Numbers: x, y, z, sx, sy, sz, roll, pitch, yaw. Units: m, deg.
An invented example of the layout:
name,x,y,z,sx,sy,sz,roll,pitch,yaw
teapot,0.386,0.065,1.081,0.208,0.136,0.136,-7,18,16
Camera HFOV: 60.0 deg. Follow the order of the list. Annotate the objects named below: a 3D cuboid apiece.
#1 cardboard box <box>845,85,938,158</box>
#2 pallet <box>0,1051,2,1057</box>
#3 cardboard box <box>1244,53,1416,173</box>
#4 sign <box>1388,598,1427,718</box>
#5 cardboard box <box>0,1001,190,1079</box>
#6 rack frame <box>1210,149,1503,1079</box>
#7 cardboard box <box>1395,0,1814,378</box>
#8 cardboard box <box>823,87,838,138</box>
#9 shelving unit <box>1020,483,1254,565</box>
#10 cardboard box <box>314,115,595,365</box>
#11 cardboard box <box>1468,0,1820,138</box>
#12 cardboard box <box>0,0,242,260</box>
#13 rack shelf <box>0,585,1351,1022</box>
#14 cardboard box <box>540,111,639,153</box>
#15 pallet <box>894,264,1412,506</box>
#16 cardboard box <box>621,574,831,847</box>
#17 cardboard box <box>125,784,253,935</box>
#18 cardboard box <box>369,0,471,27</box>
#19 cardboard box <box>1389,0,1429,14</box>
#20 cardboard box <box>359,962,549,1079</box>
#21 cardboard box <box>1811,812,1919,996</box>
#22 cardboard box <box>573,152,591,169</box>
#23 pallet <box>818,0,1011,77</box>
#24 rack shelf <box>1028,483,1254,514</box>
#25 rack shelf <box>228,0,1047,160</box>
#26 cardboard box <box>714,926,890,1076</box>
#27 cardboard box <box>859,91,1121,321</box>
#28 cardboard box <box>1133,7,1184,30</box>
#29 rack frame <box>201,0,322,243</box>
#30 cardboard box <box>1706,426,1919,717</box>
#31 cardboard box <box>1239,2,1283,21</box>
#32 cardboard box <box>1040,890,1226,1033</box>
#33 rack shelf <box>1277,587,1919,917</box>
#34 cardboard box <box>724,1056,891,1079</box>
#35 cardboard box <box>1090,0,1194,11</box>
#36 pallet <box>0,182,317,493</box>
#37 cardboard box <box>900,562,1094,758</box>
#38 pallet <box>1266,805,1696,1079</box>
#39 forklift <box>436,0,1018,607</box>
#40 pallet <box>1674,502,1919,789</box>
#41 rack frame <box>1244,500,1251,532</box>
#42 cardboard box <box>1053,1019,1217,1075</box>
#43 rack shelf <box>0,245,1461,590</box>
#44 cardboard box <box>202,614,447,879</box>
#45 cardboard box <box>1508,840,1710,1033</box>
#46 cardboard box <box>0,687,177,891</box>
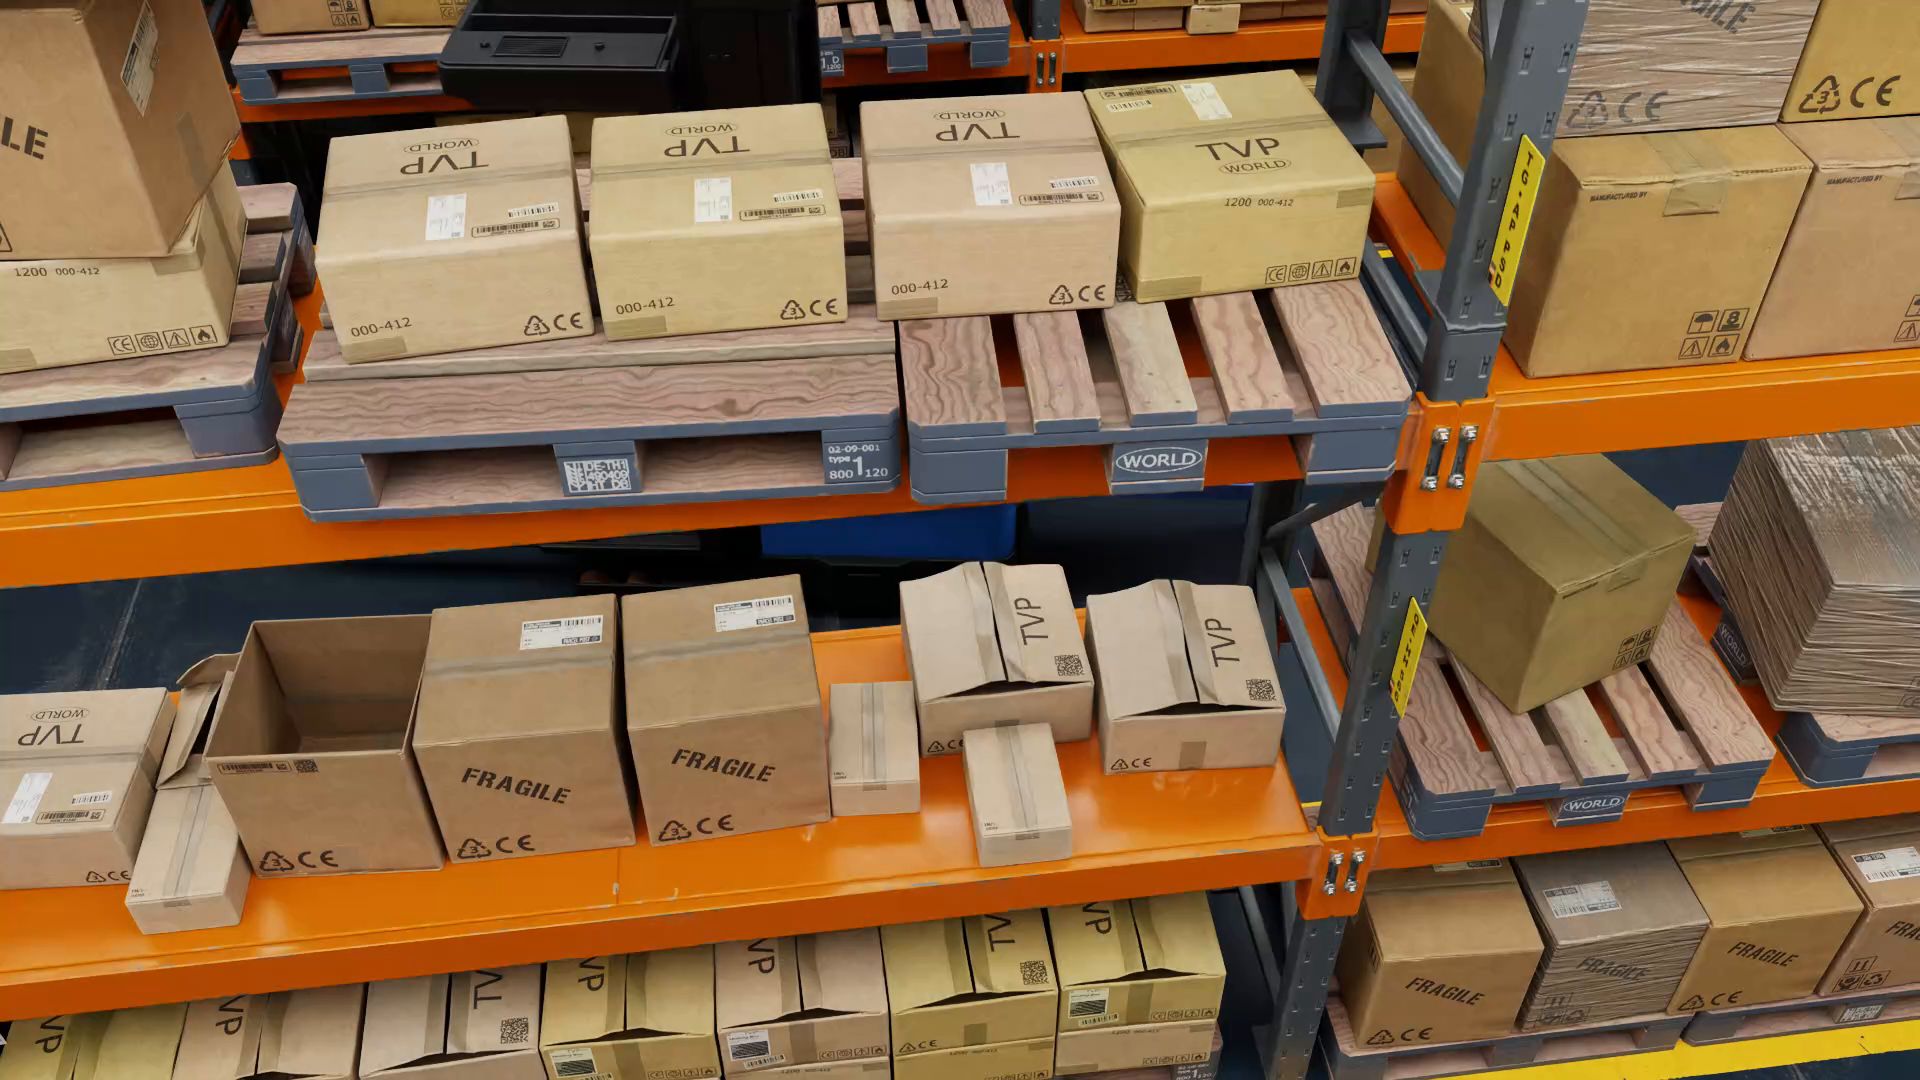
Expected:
name,x,y,z,sx,sy,sz,roll,pitch,yaw
cardboard box,-0.342,-2.077,9.066,0.500,0.500,0.700,-4,42,-5
pallet,-3.749,1.775,5.340,1.213,0.211,1.003,-5,42,-6
cardboard box,1.981,-2.345,9.117,0.750,0.750,0.750,-5,42,-6
sign,1.087,0.289,4.041,0.005,0.325,0.100,-5,42,-6
cardboard box,-2.513,1.484,4.901,0.500,0.311,0.500,-5,42,-5
rack frame,1.011,0.351,4.837,0.127,3.000,1.000,-5,42,-6
cardboard box,1.440,-0.861,3.865,0.500,0.500,0.910,-5,42,-6
cardboard box,-0.915,-2.347,8.806,0.500,0.250,0.500,-4,42,-5
shelving unit,0.790,-0.472,6.868,1.048,1.500,0.538,1,42,1
cardboard box,-1.051,-0.641,3.496,0.500,0.250,0.500,-8,43,-9
cardboard box,1.445,-1.205,3.501,0.500,0.500,0.500,-5,42,-6
cardboard box,-1.777,-0.887,3.208,0.500,0.500,0.500,-1,42,-1
rack shelf,-0.972,0.792,4.885,4.000,0.370,1.077,-5,42,-6
cardboard box,-1.922,-2.268,8.718,0.500,0.250,0.500,-6,42,-7
pallet,0.350,-0.575,3.764,1.003,0.211,1.213,-3,42,-4
cardboard box,-0.650,0.470,4.630,0.500,0.500,0.500,-7,43,-8
cardboard box,-2.050,0.850,4.471,0.250,0.149,0.380,-5,42,-6
cardboard box,-2.537,-2.857,7.990,0.500,0.500,0.700,-1,42,-1
cardboard box,2.241,-2.868,8.578,0.250,0.149,0.380,-5,42,-5
cardboard box,-1.503,1.399,4.996,0.500,0.311,0.500,-6,42,-7
cardboard box,3.033,1.128,5.513,0.500,0.500,0.500,-6,42,-7
cardboard box,-1.856,-1.997,8.978,0.500,0.500,0.700,-5,42,-5
pallet,-0.327,-2.735,8.401,1.003,0.211,1.213,-5,42,-6
rack shelf,0.790,-0.338,6.989,1.000,0.185,0.538,1,42,1
rack shelf,-1.618,-2.498,8.532,4.000,0.370,1.077,-5,42,-6
cardboard box,-0.491,1.308,5.096,0.500,0.311,0.500,-5,42,-6
cardboard box,0.051,-0.729,3.593,0.500,0.250,0.500,-4,42,-4
cardboard box,0.973,-2.744,8.440,0.250,0.149,0.380,-4,42,-5
rack frame,-3.601,-2.591,8.099,0.127,3.000,1.000,-5,42,-6
cardboard box,2.553,0.076,4.754,0.500,0.500,0.700,2,42,3
cardboard box,1.481,-2.814,8.518,0.250,0.149,0.380,-5,42,-6
cardboard box,0.524,1.217,5.197,0.500,0.311,0.500,-4,42,-4
rack shelf,2.994,0.444,5.270,4.000,0.370,1.077,-5,42,-6
cardboard box,-0.488,1.512,5.288,0.500,0.250,0.500,-4,42,-5
cardboard box,0.880,-2.966,8.202,0.500,0.500,0.500,-4,42,-4
pallet,-2.082,-0.430,3.606,1.217,0.209,0.805,-7,42,-7
cardboard box,0.099,0.333,4.923,0.500,0.311,0.500,-5,42,-6
pallet,1.757,1.346,5.815,1.213,0.211,1.003,-5,42,-6
forklift,-1.257,-1.148,6.549,3.031,2.935,1.130,1,42,1
pallet,2.939,0.250,5.092,1.213,0.211,1.003,-5,42,-6
rack frame,1.298,-0.461,6.856,0.032,1.500,0.500,1,42,1
cardboard box,0.521,1.423,5.387,0.500,0.250,0.500,-4,42,-5
rack shelf,-0.972,-0.322,3.880,4.000,0.370,1.077,-5,42,-6
cardboard box,-1.669,0.559,4.531,0.500,0.500,0.500,-2,42,-2
cardboard box,2.018,1.217,5.415,0.500,0.500,0.500,-6,42,-7
cardboard box,-2.472,0.682,4.581,0.500,0.250,0.500,-3,42,-3
